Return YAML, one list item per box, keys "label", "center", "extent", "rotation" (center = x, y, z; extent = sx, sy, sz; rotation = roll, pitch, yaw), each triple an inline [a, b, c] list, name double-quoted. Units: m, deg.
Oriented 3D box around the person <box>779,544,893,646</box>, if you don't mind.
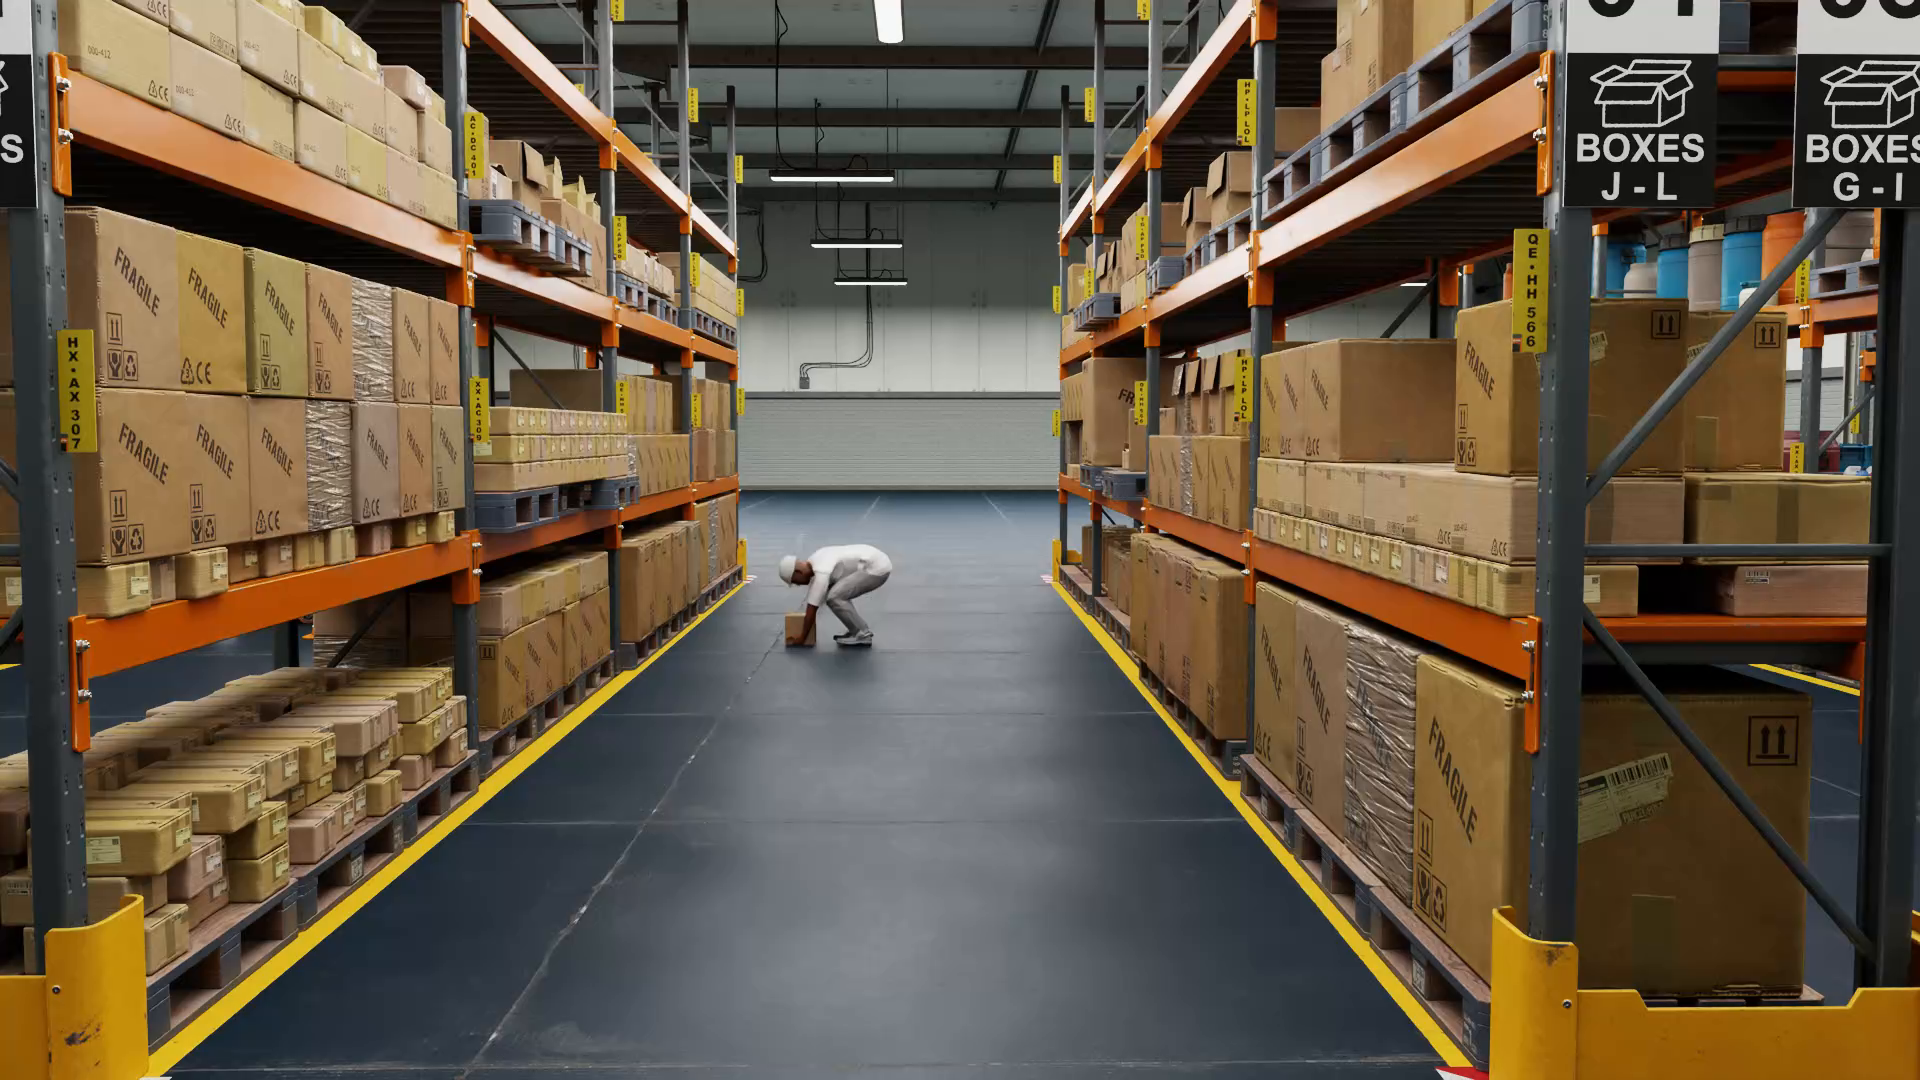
- label: "person"
  center: [-1.075, 0.477, 14.352]
  extent: [0.968, 0.874, 0.504]
  rotation: [0, 4, -3]
